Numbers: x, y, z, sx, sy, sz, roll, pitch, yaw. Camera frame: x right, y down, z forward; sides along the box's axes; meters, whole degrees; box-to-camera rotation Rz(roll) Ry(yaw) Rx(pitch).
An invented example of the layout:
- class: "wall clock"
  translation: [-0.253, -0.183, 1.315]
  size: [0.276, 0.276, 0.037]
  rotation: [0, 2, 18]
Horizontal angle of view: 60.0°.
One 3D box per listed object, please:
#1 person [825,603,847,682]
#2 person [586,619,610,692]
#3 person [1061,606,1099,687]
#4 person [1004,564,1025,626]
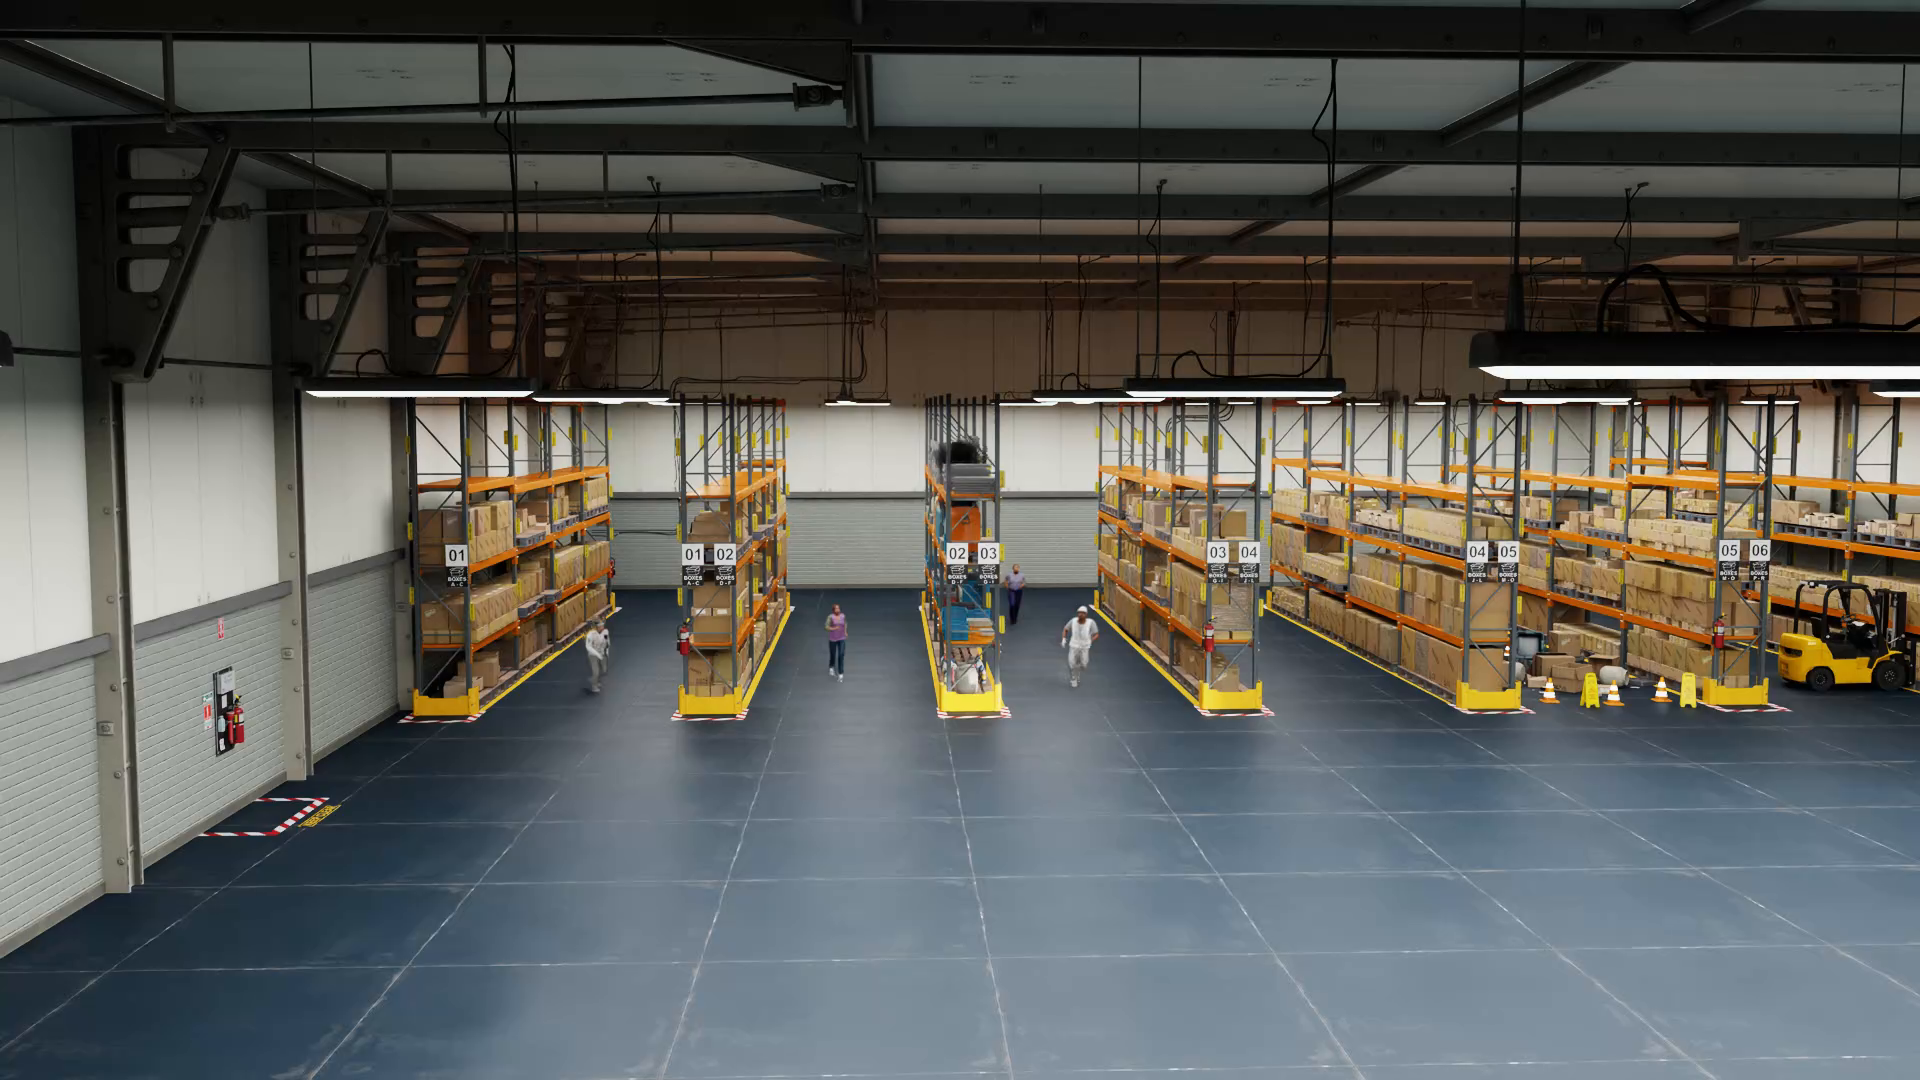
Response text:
- class: "person"
  translation: [-2.614, 2.127, 35.101]
  size: [0.515, 1.608, 0.861]
  rotation: [-1, 5, -15]
- class: "person"
  translation: [-7.324, 2.316, 33.495]
  size: [0.578, 1.515, 0.796]
  rotation: [-4, 6, -42]
- class: "person"
  translation: [2.470, 2.196, 34.251]
  size: [0.777, 1.684, 0.546]
  rotation: [0, 5, 0]
- class: "person"
  translation: [1.468, 1.446, 44.072]
  size: [0.510, 1.666, 0.800]
  rotation: [-1, 5, -13]
